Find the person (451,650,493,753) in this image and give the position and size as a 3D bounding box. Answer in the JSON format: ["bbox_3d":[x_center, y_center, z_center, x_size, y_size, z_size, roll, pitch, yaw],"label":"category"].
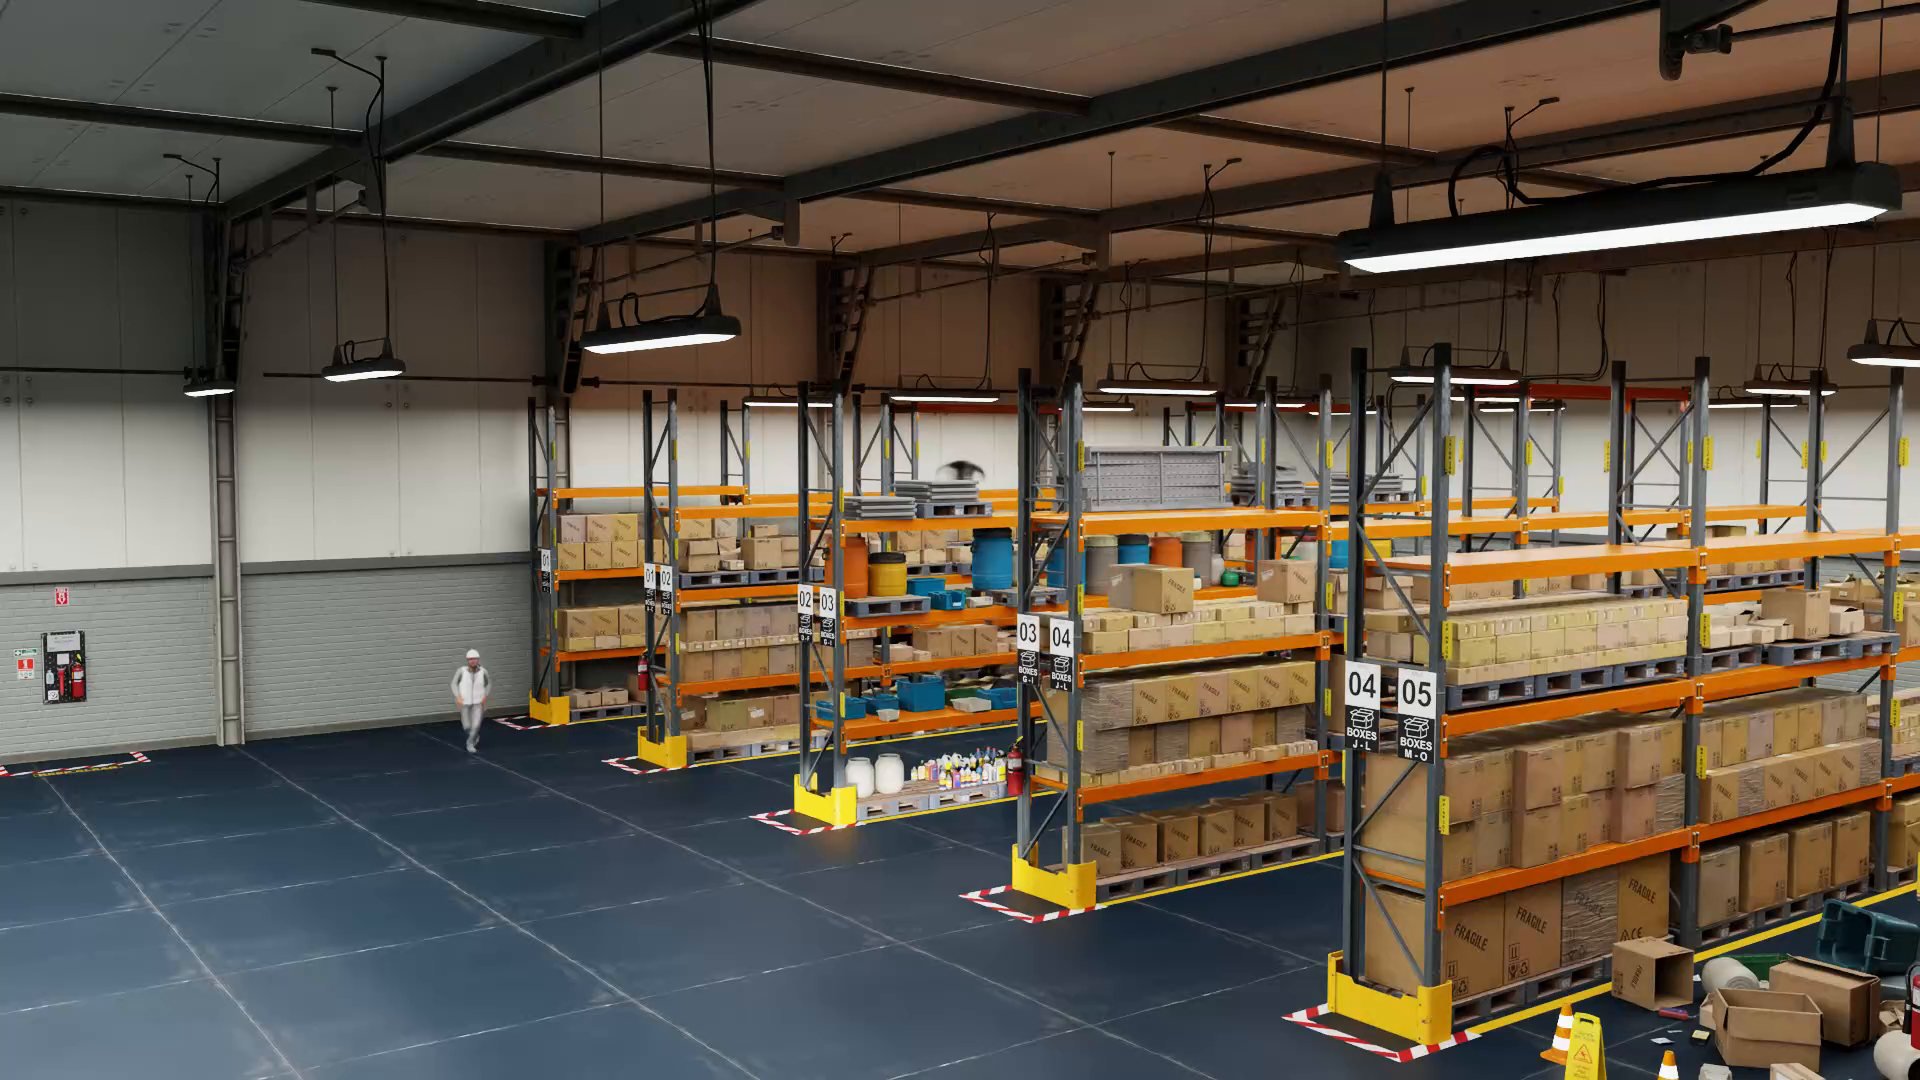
[{"bbox_3d":[-8.143,2.677,27.767,0.655,1.718,0.573,-1,3,-15],"label":"person"}]

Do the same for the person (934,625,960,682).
[{"bbox_3d":[-0.286,2.479,32.661,0.649,1.637,0.776,1,3,12],"label":"person"}]

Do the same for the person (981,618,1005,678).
[{"bbox_3d":[0.674,2.325,33.458,0.702,1.686,0.716,3,4,37],"label":"person"}]
